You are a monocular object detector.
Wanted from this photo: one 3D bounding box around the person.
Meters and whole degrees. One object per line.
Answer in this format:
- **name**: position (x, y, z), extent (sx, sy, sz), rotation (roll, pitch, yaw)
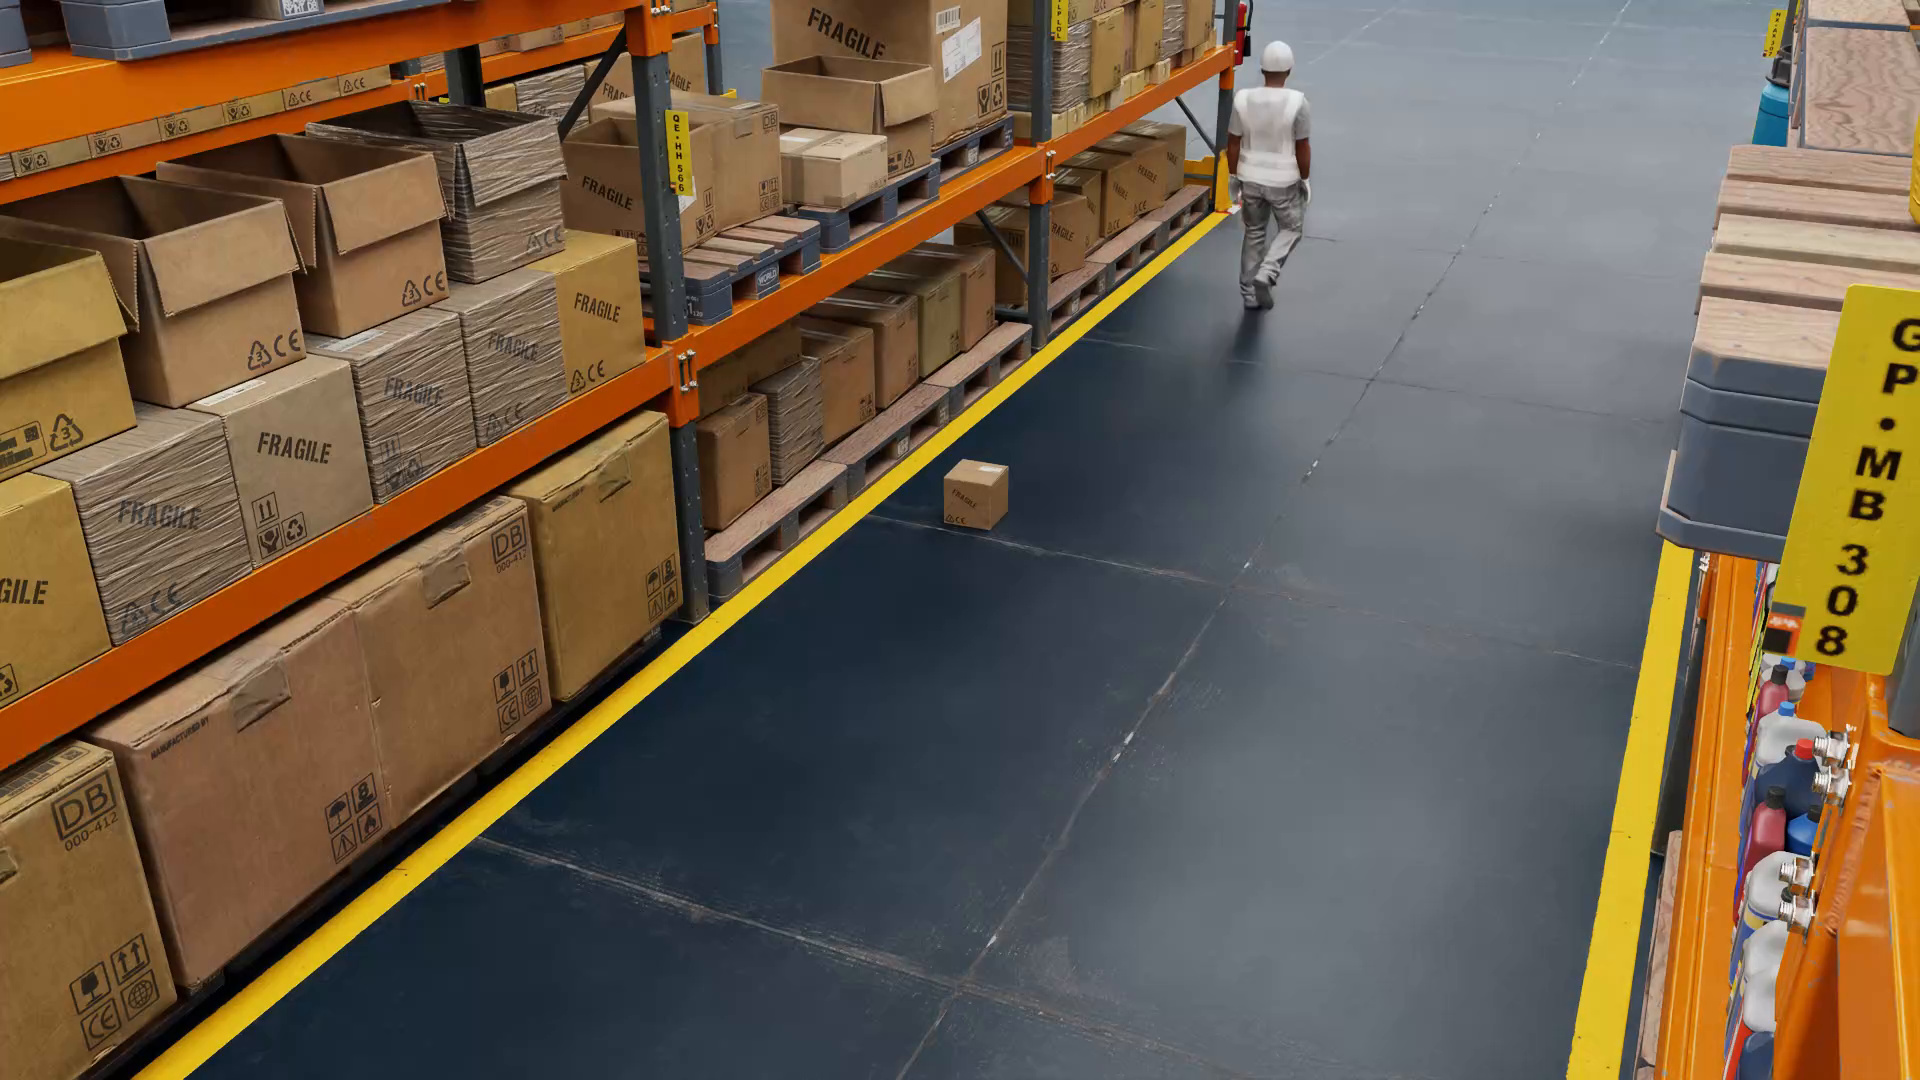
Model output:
- **person**: position (2.026, -2.363, 10.912), extent (0.564, 1.770, 0.624), rotation (13, 29, 26)
